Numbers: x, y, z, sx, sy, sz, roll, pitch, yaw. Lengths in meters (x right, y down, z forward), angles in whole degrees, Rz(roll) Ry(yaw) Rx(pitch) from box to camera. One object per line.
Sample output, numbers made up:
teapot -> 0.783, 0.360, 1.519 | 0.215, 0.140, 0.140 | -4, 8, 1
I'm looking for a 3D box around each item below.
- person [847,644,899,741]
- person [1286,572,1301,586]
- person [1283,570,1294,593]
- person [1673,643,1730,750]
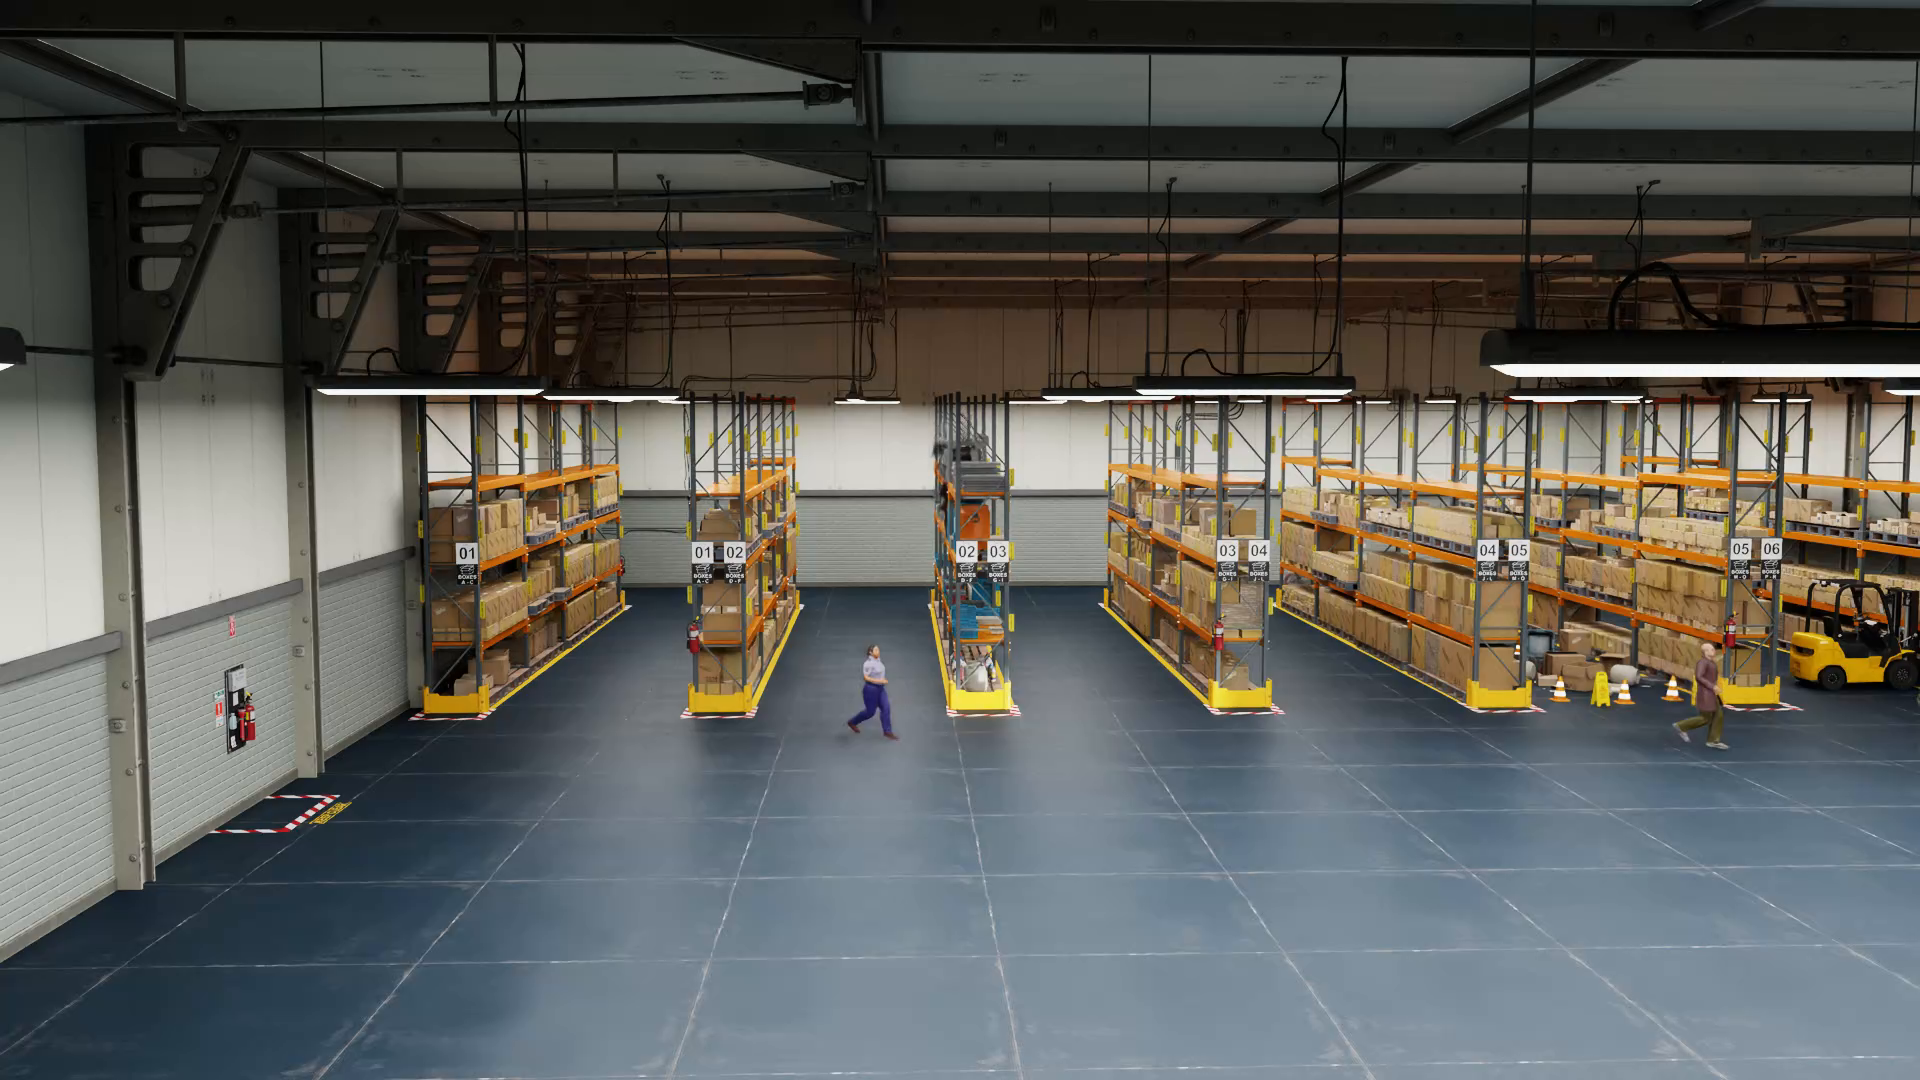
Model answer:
person -> -1.496, 2.616, 28.645 | 0.931, 1.657, 0.619 | 2, 5, 23
person -> 9.909, 0.932, 49.056 | 0.671, 1.728, 0.669 | 0, 5, 4
person -> 9.785, 0.982, 49.110 | 0.696, 1.676, 0.618 | 4, 6, 39
person -> 12.495, 2.614, 27.955 | 0.889, 1.766, 0.717 | 3, 6, 36
